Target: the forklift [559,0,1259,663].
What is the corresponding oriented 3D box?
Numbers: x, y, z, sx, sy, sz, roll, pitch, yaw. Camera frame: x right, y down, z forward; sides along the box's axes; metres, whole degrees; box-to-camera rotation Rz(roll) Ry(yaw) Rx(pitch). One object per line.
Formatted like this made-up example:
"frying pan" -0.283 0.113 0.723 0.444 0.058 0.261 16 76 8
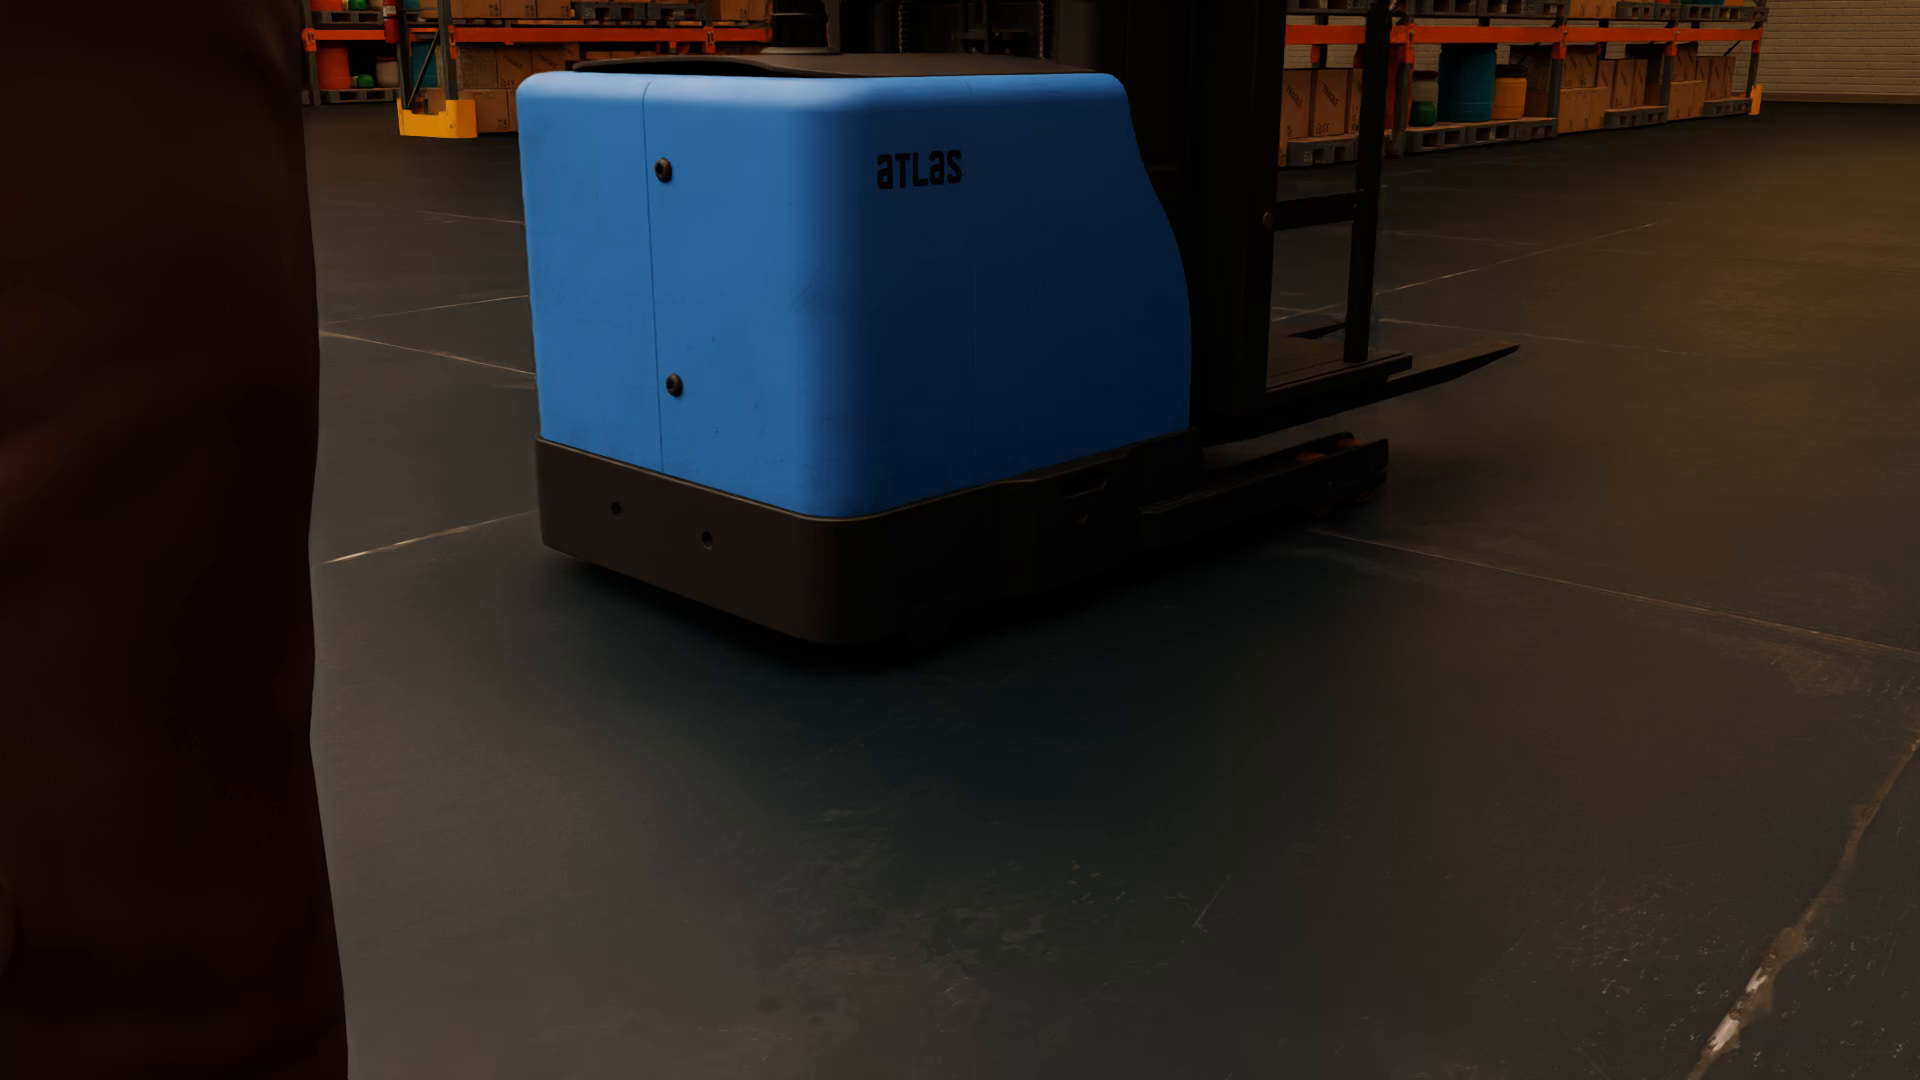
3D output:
"forklift" 0.182 -1.571 4.072 1.130 2.935 3.031 5 18 17
